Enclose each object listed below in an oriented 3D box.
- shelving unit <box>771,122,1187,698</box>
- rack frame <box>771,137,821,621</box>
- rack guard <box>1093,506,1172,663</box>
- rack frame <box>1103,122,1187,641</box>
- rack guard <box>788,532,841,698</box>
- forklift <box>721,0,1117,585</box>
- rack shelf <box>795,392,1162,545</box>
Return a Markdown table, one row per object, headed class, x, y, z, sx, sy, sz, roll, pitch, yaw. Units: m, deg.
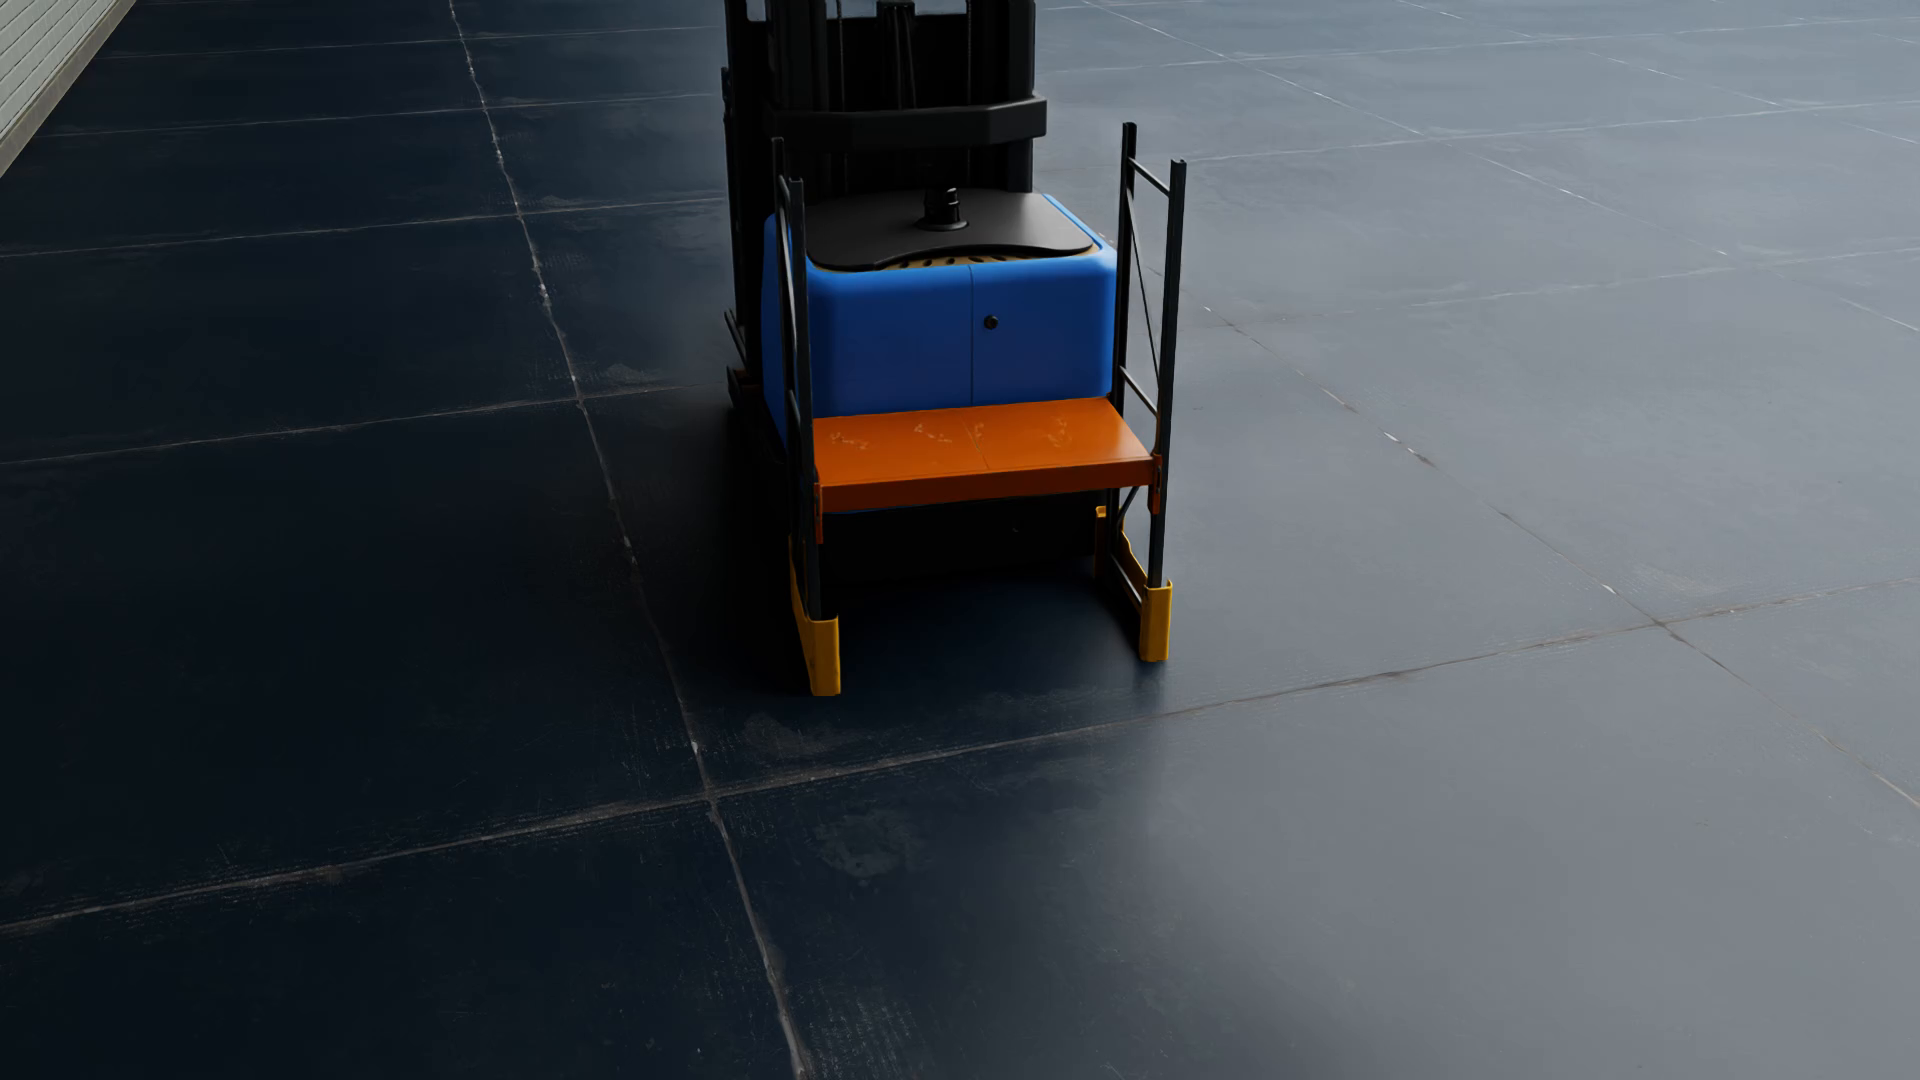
| class | x | y | z | sx | sy | sz | roll | pitch | yaw |
| --- | --- | --- | --- | --- | --- | --- | --- | --- | --- |
| shelving unit | 0.046 | -0.388 | 4.844 | 1.083 | 1.500 | 0.587 | -5 | 27 | -10 |
| rack frame | -0.462 | -0.342 | 4.752 | 0.032 | 1.500 | 0.500 | -5 | 27 | -10 |
| rack guard | 0.534 | 0.129 | 5.210 | 0.087 | 0.250 | 0.587 | -5 | 27 | -10 |
| rack frame | 0.535 | -0.431 | 4.932 | 0.032 | 1.500 | 0.500 | -5 | 27 | -10 |
| rack guard | -0.443 | 0.216 | 5.034 | 0.087 | 0.250 | 0.587 | -5 | 27 | -10 |
| forklift | -0.333 | -1.805 | 6.090 | 1.130 | 2.935 | 3.031 | -6 | 27 | -13 |
| rack shelf | 0.037 | -0.226 | 4.922 | 1.000 | 0.185 | 0.538 | -5 | 27 | -10 |
